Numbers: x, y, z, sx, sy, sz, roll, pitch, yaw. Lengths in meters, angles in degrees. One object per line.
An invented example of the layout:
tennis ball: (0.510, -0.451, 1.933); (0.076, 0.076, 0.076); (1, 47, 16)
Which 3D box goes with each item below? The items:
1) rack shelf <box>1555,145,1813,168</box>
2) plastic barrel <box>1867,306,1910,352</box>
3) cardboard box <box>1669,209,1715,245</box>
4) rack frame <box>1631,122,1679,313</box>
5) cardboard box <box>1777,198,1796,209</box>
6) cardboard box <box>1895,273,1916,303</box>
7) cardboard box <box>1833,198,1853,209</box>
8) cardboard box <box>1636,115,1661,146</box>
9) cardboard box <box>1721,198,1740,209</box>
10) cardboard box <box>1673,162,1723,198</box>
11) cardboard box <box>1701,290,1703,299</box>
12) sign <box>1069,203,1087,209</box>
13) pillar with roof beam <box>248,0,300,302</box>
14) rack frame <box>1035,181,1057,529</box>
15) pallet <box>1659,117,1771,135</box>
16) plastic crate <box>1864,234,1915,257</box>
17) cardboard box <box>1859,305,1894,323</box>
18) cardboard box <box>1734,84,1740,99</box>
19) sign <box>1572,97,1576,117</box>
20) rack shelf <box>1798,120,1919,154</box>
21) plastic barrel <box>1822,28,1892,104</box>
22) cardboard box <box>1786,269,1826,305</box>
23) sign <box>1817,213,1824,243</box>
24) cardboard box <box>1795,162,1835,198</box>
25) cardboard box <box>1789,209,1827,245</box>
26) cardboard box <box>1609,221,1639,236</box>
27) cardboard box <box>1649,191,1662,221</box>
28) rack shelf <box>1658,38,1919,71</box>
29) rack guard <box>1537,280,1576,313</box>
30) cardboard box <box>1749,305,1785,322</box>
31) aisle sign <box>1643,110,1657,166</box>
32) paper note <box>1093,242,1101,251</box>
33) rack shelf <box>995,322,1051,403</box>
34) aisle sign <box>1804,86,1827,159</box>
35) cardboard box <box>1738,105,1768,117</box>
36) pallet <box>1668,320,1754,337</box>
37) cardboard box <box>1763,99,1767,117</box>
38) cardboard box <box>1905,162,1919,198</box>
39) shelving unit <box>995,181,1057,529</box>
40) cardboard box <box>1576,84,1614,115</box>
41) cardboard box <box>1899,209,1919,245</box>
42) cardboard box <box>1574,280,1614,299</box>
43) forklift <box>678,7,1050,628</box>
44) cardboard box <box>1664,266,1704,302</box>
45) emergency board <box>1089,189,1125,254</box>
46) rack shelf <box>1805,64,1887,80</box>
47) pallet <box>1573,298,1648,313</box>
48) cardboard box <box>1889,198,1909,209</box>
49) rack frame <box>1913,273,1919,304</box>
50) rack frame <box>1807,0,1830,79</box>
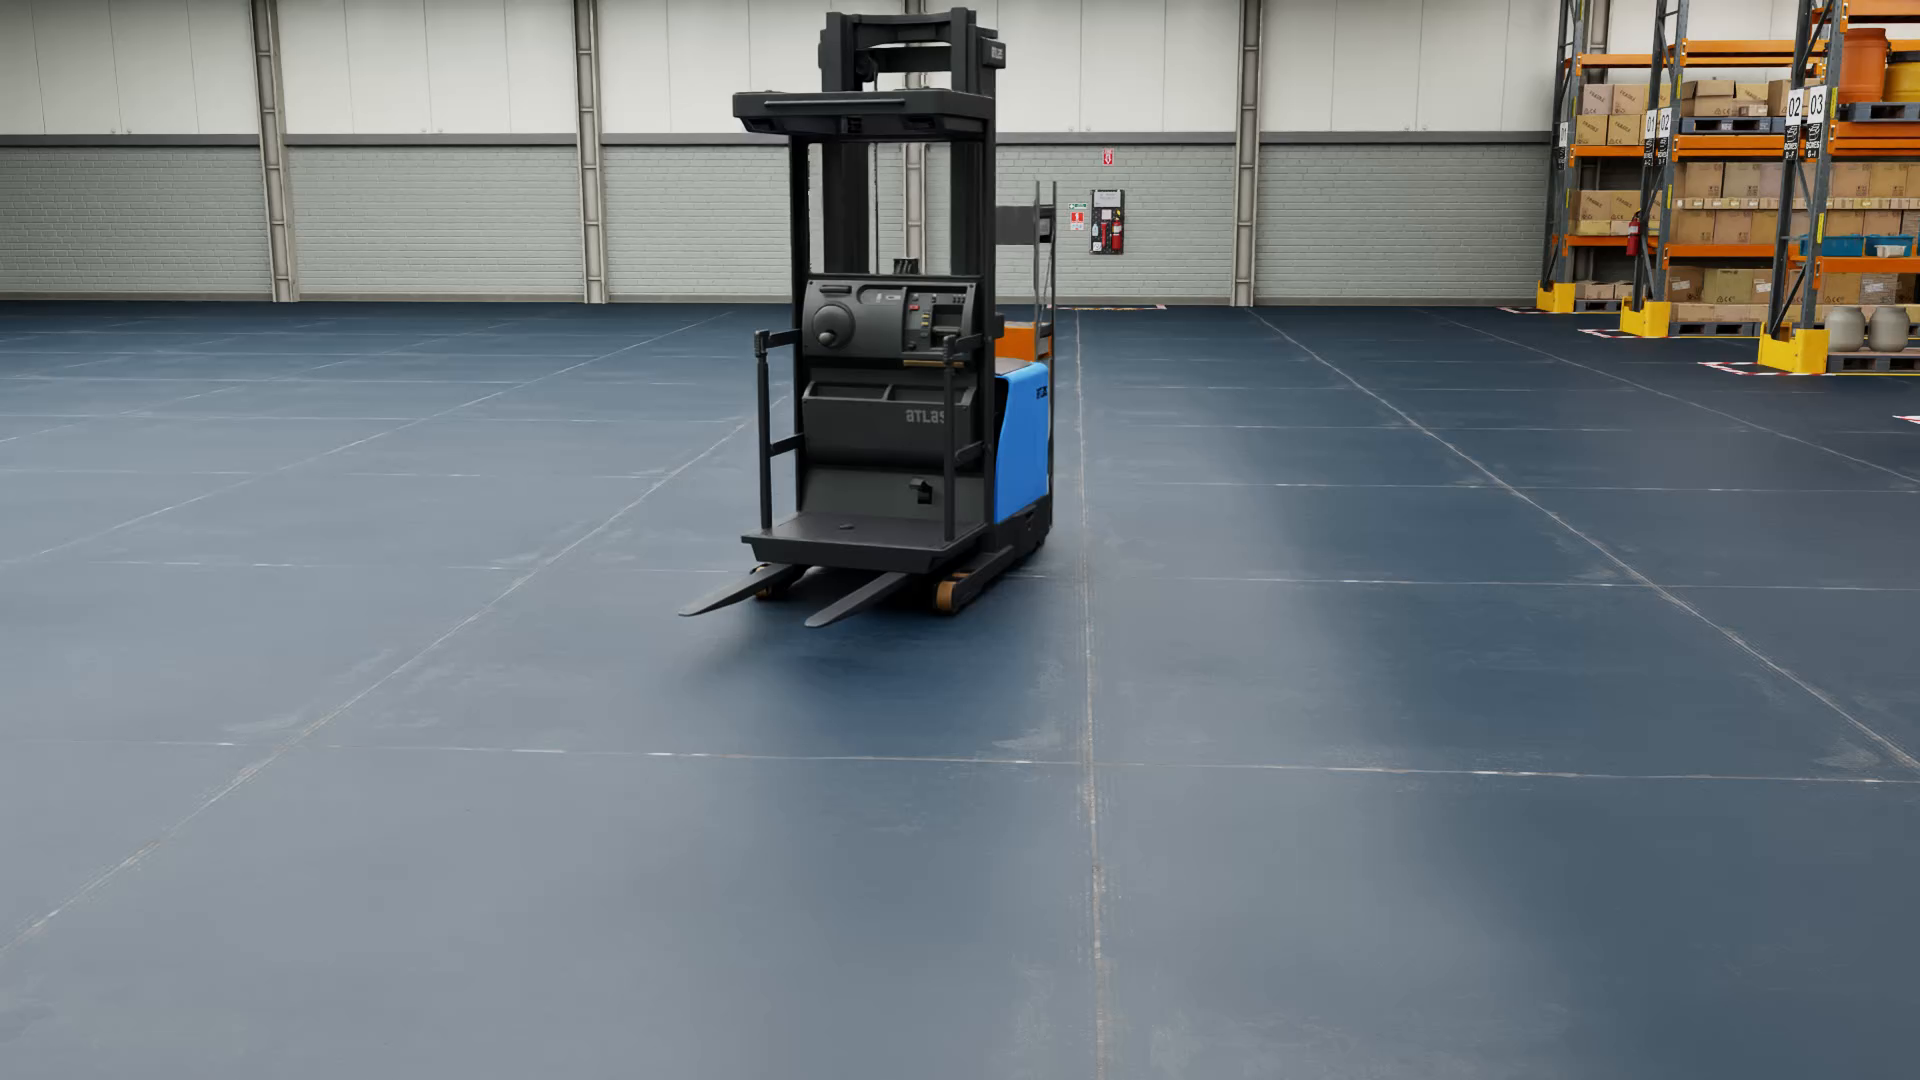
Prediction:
rack shelf: (12.381, -6.599, 28.589); (4.000, 0.370, 1.077); (1, 12, 4)
plastic barrel: (10.885, -2.473, 19.489); (0.421, 0.512, 0.421); (0, 12, 0)
cardboard box: (10.523, -4.538, 24.062); (0.500, 0.500, 0.700); (1, 12, 4)
rack frame: (10.058, -4.498, 24.115); (0.127, 3.000, 1.000); (1, 12, 4)
cardboard box: (11.720, -4.798, 23.720); (0.250, 0.149, 0.380); (1, 12, 3)
cardboard box: (13.607, -3.740, 24.352); (0.500, 0.500, 0.500); (1, 12, 4)
cardboard box: (12.497, -4.787, 23.670); (0.250, 0.149, 0.380); (1, 12, 5)
cardboard box: (11.754, -6.960, 28.268); (0.500, 0.500, 0.500); (1, 12, 6)
cardboard box: (10.948, -4.808, 23.770); (0.250, 0.149, 0.380); (1, 12, 4)
cardboard box: (10.576, -5.172, 23.926); (0.500, 0.500, 0.700); (1, 12, 4)
cardboard box: (12.782, -4.301, 29.063); (0.250, 0.149, 0.380); (0, 12, -1)
sign: (2.151, -6.104, 30.414); (0.331, 0.109, 0.001); (1, 12, 4)
pillar with roof beam: (-13.092, -8.062, 26.504); (0.400, 9.000, 9.100); (1, 12, 4)
rack frame: (0.506, -1.071, 9.932); (0.015, 2.100, 0.400); (4, 12, 18)
pallet: (10.762, -5.908, 23.746); (1.213, 0.211, 1.003); (1, 12, 4)
plastic crate: (10.890, -3.457, 19.505); (0.408, 0.251, 0.499); (1, 12, 4)
cardboard box: (13.074, -3.273, 23.951); (0.500, 0.250, 0.500); (1, 12, 4)
cardboard box: (12.789, -7.433, 28.088); (0.500, 0.500, 0.500); (0, 12, 2)
sign: (10.349, -7.295, 28.027); (0.005, 0.325, 0.100); (1, 12, 4)
rack shelf: (11.719, -4.575, 18.914); (4.000, 0.370, 1.077); (1, 12, 4)
plastic barrel: (10.217, -5.389, 18.976); (0.708, 0.830, 0.600); (1, 12, 4)
cardboard box: (12.075, -3.651, 23.924); (0.500, 0.500, 0.500); (1, 12, 4)
sign: (9.682, -3.509, 18.713); (0.005, 0.325, 0.100); (1, 12, 4)
cardboard box: (12.104, -5.152, 23.832); (0.500, 0.500, 0.700); (1, 12, 4)
cardboard box: (12.068, -4.517, 23.964); (0.500, 0.500, 0.700); (1, 12, 5)
cardboard box: (11.370, -5.370, 28.605); (0.500, 0.250, 0.500); (0, 12, 2)
cardboard box: (11.849, -5.728, 28.483); (0.500, 0.500, 0.500); (0, 12, 2)
rack shelf: (12.054, -6.859, 23.485); (4.000, 0.370, 1.077); (1, 12, 4)
rack guard: (10.461, -4.285, 29.204); (0.348, 0.500, 1.175); (1, 12, 4)
cardboard box: (11.576, -3.292, 24.039); (0.500, 0.250, 0.500); (1, 12, 4)
aisle sign: (10.012, -5.831, 24.140); (0.004, 0.787, 0.394); (1, 12, 4)
paper note: (2.520, -5.386, 30.513); (0.142, 0.148, 0.016); (1, 12, 4)
rack shelf: (0.275, -1.074, 10.012); (0.480, 0.518, 0.431); (4, 12, 18)
aisle sign: (9.632, -4.699, 18.730); (0.004, 0.787, 0.394); (1, 12, 4)
cardboard box: (11.220, -6.065, 23.527); (0.250, 0.149, 0.380); (1, 12, 4)
pallet: (10.824, -3.131, 24.392); (1.213, 0.211, 1.003); (1, 12, 4)
cardboard box: (11.779, -6.227, 23.906); (0.500, 0.311, 0.500); (2, 12, 10)
cardboard box: (13.606, -5.132, 23.734); (0.500, 0.500, 0.700); (1, 12, 4)
shelving unit: (0.275, -1.087, 10.009); (0.503, 2.100, 0.431); (4, 12, 18)
cardboard box: (10.753, -7.471, 28.269); (0.500, 0.500, 0.500); (0, 12, 0)
cardboard box: (13.606, -4.497, 23.866); (0.500, 0.500, 0.700); (0, 12, 2)
cardboard box: (11.070, -4.381, 29.051); (0.500, 0.311, 0.500); (-1, 12, -3)
forklift: (-0.434, -1.163, 8.340); (1.130, 2.935, 3.031); (4, 12, 18)
cardboard box: (10.613, -3.778, 24.533); (0.500, 0.500, 0.500); (1, 12, 4)
emergency board: (2.692, -5.801, 30.344); (0.643, 1.169, 0.194); (1, 12, 4)
rack shelf: (16.372, -7.816, 28.061); (4.000, 0.370, 1.077); (1, 12, 4)
pallet: (11.269, -4.126, 29.146); (1.213, 0.211, 1.003); (1, 12, 4)
cardboard box: (13.255, -4.776, 23.618); (0.250, 0.149, 0.380); (0, 12, 2)
rack frame: (14.049, -4.443, 23.854); (0.127, 3.000, 1.000); (1, 12, 4)
rack frame: (14.376, -8.392, 28.078); (0.127, 3.000, 1.000); (1, 12, 4)
